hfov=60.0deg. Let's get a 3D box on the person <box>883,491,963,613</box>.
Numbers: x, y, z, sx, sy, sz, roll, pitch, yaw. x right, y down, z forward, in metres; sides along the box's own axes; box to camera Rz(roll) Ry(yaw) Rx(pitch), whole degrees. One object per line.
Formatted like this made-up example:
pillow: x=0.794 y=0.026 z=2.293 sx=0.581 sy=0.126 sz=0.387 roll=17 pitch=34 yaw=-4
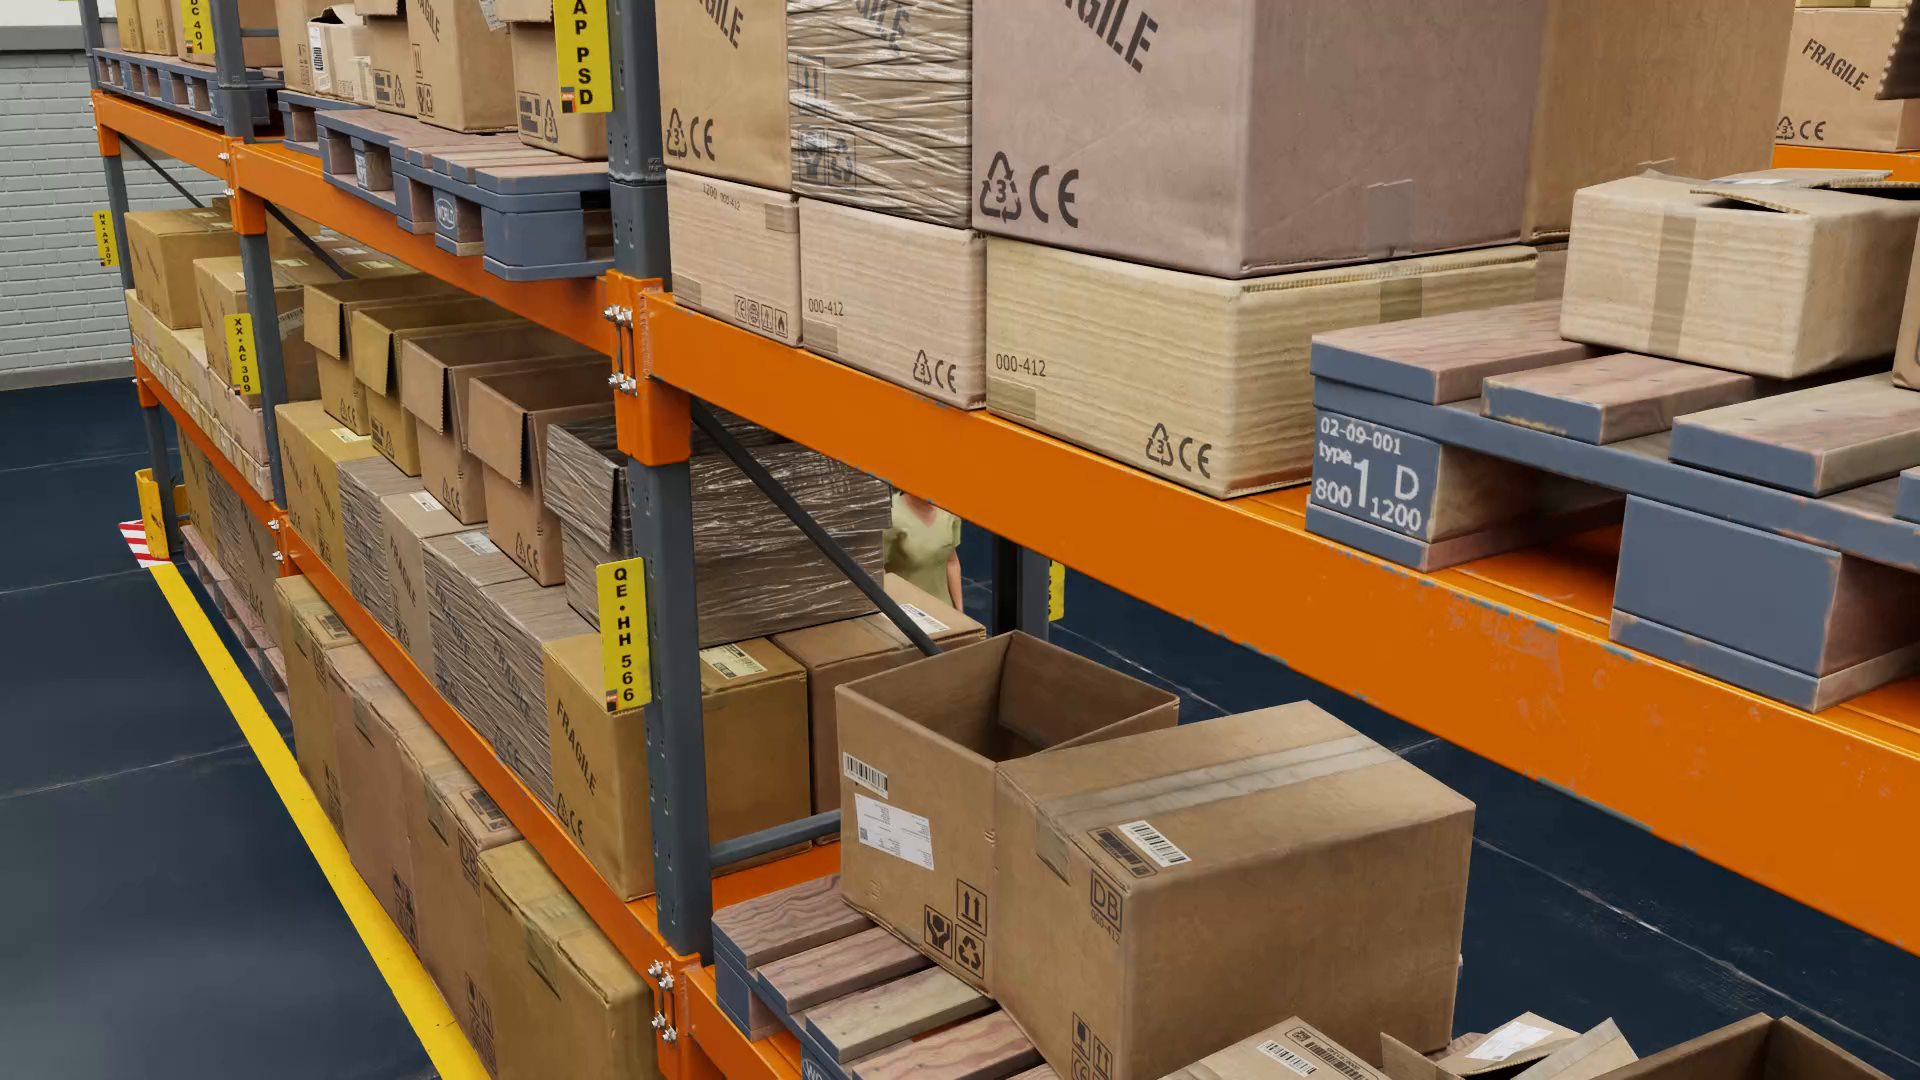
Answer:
person: x=-0.171 y=0.373 z=6.925 sx=0.504 sy=1.671 sz=0.360 roll=-13 pitch=22 yaw=-34
